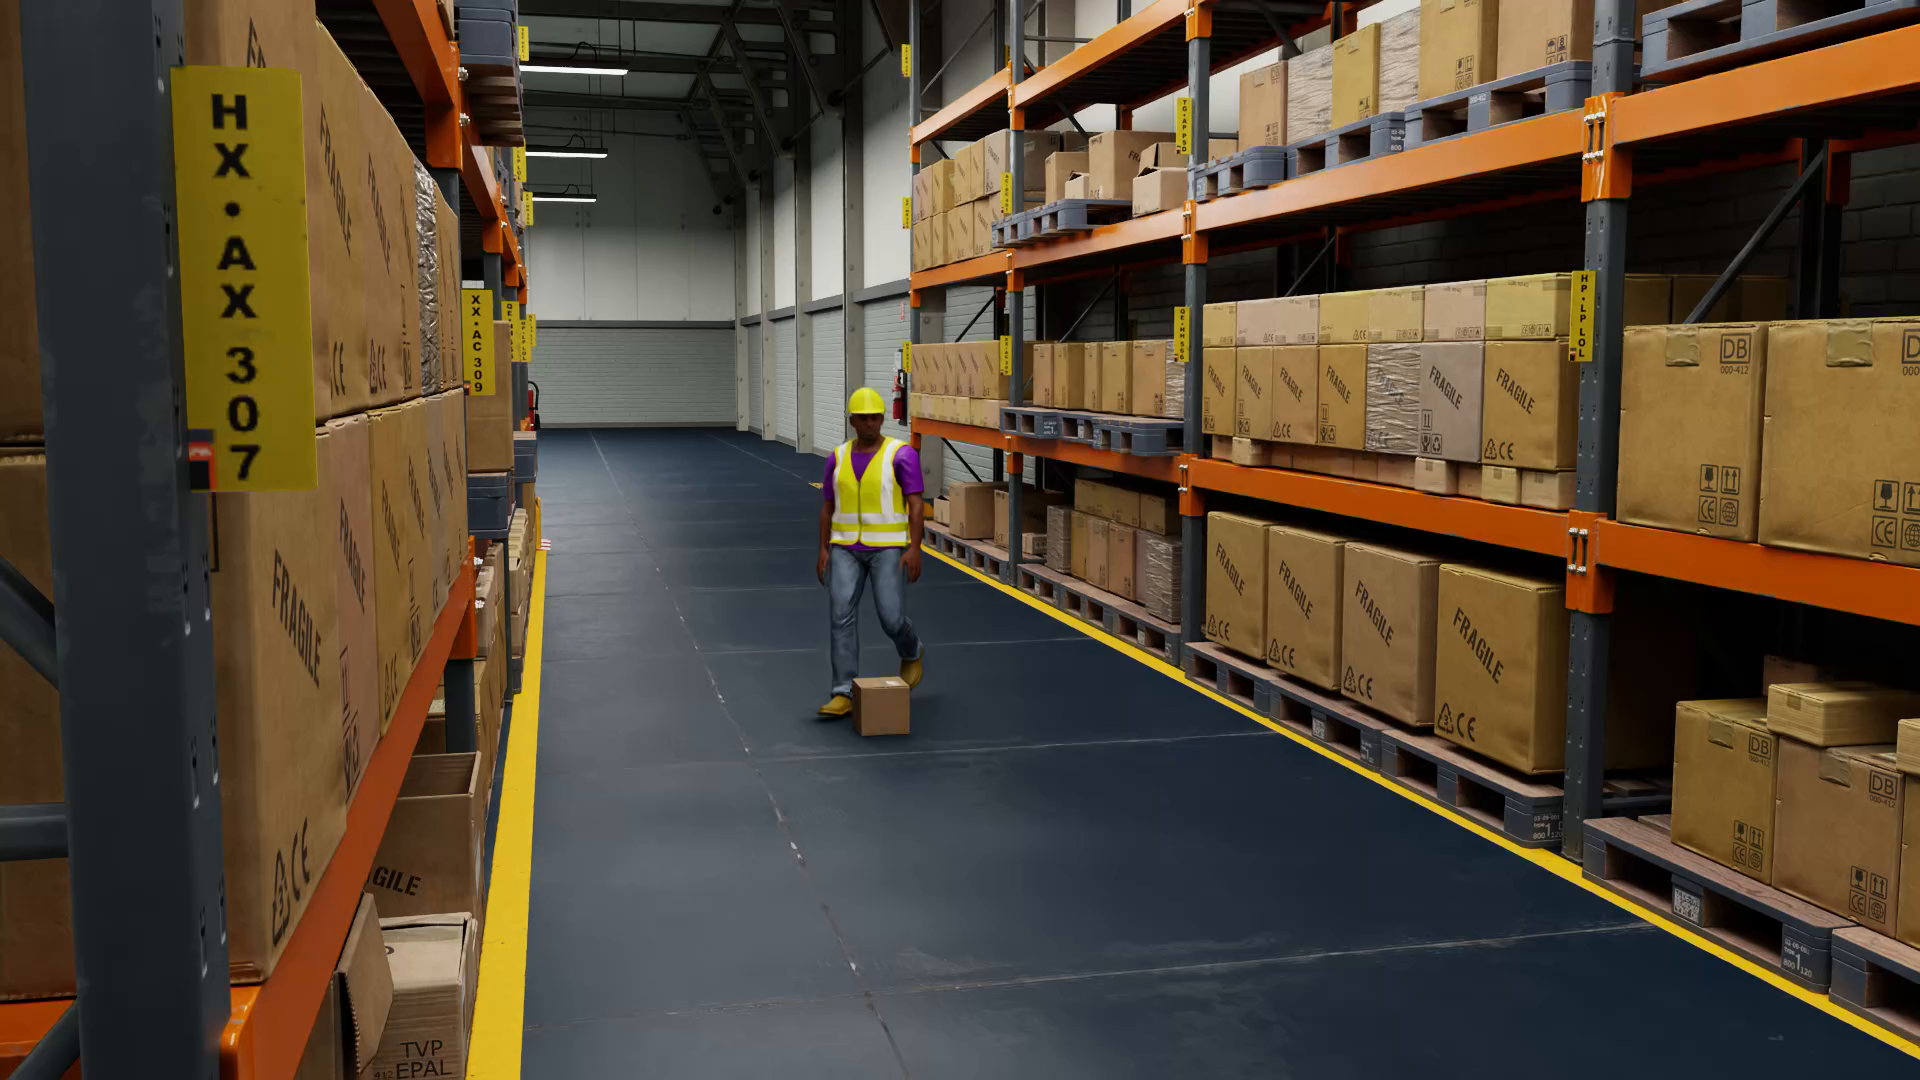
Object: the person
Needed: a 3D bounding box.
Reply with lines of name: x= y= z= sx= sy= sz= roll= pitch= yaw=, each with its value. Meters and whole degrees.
person: x=-0.504 y=0.053 z=8.962 sx=0.598 sy=1.738 sz=0.840 roll=2 pitch=6 yaw=16
